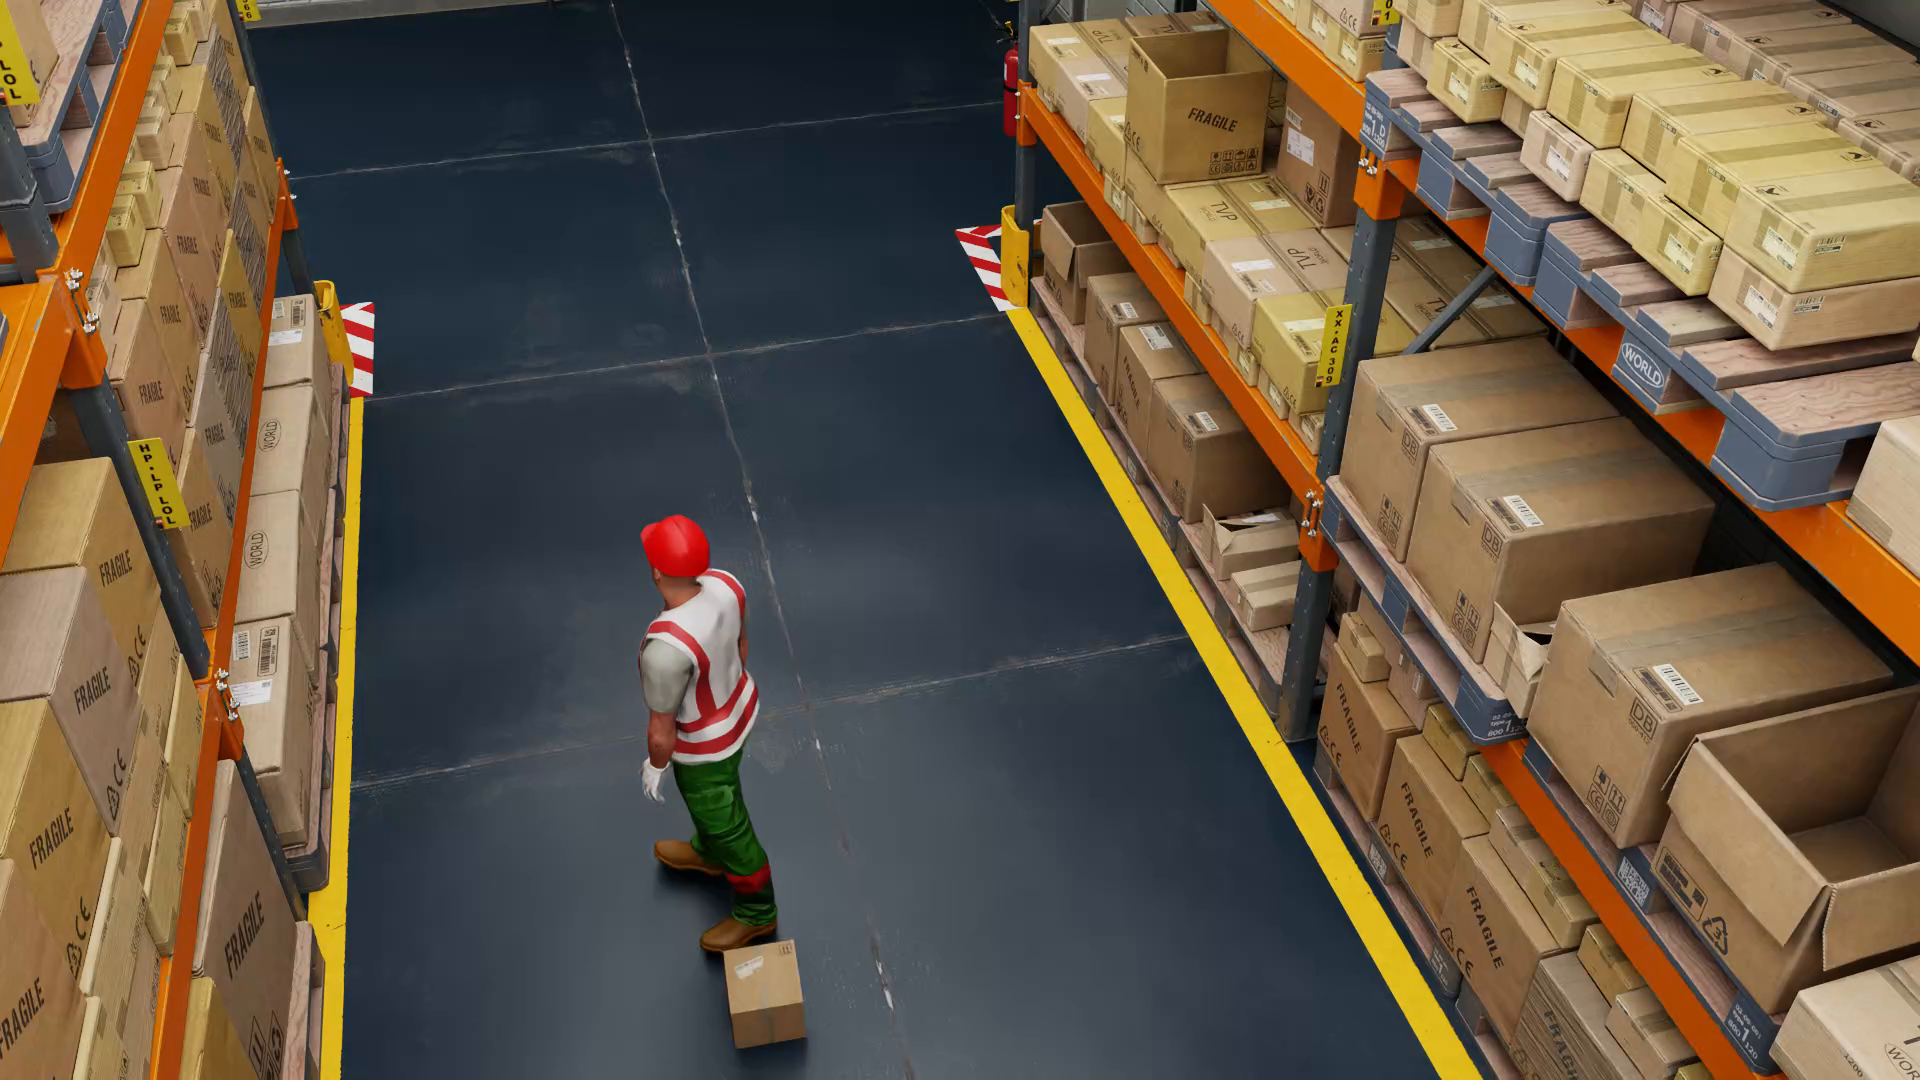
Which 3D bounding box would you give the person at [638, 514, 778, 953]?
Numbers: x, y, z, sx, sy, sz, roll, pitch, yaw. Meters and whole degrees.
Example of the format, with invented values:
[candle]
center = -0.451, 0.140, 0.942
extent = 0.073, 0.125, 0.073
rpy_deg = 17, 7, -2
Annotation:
[person]
center = -0.931, 0.638, 5.836
extent = 0.589, 1.785, 0.633
rpy_deg = 10, 39, 12
